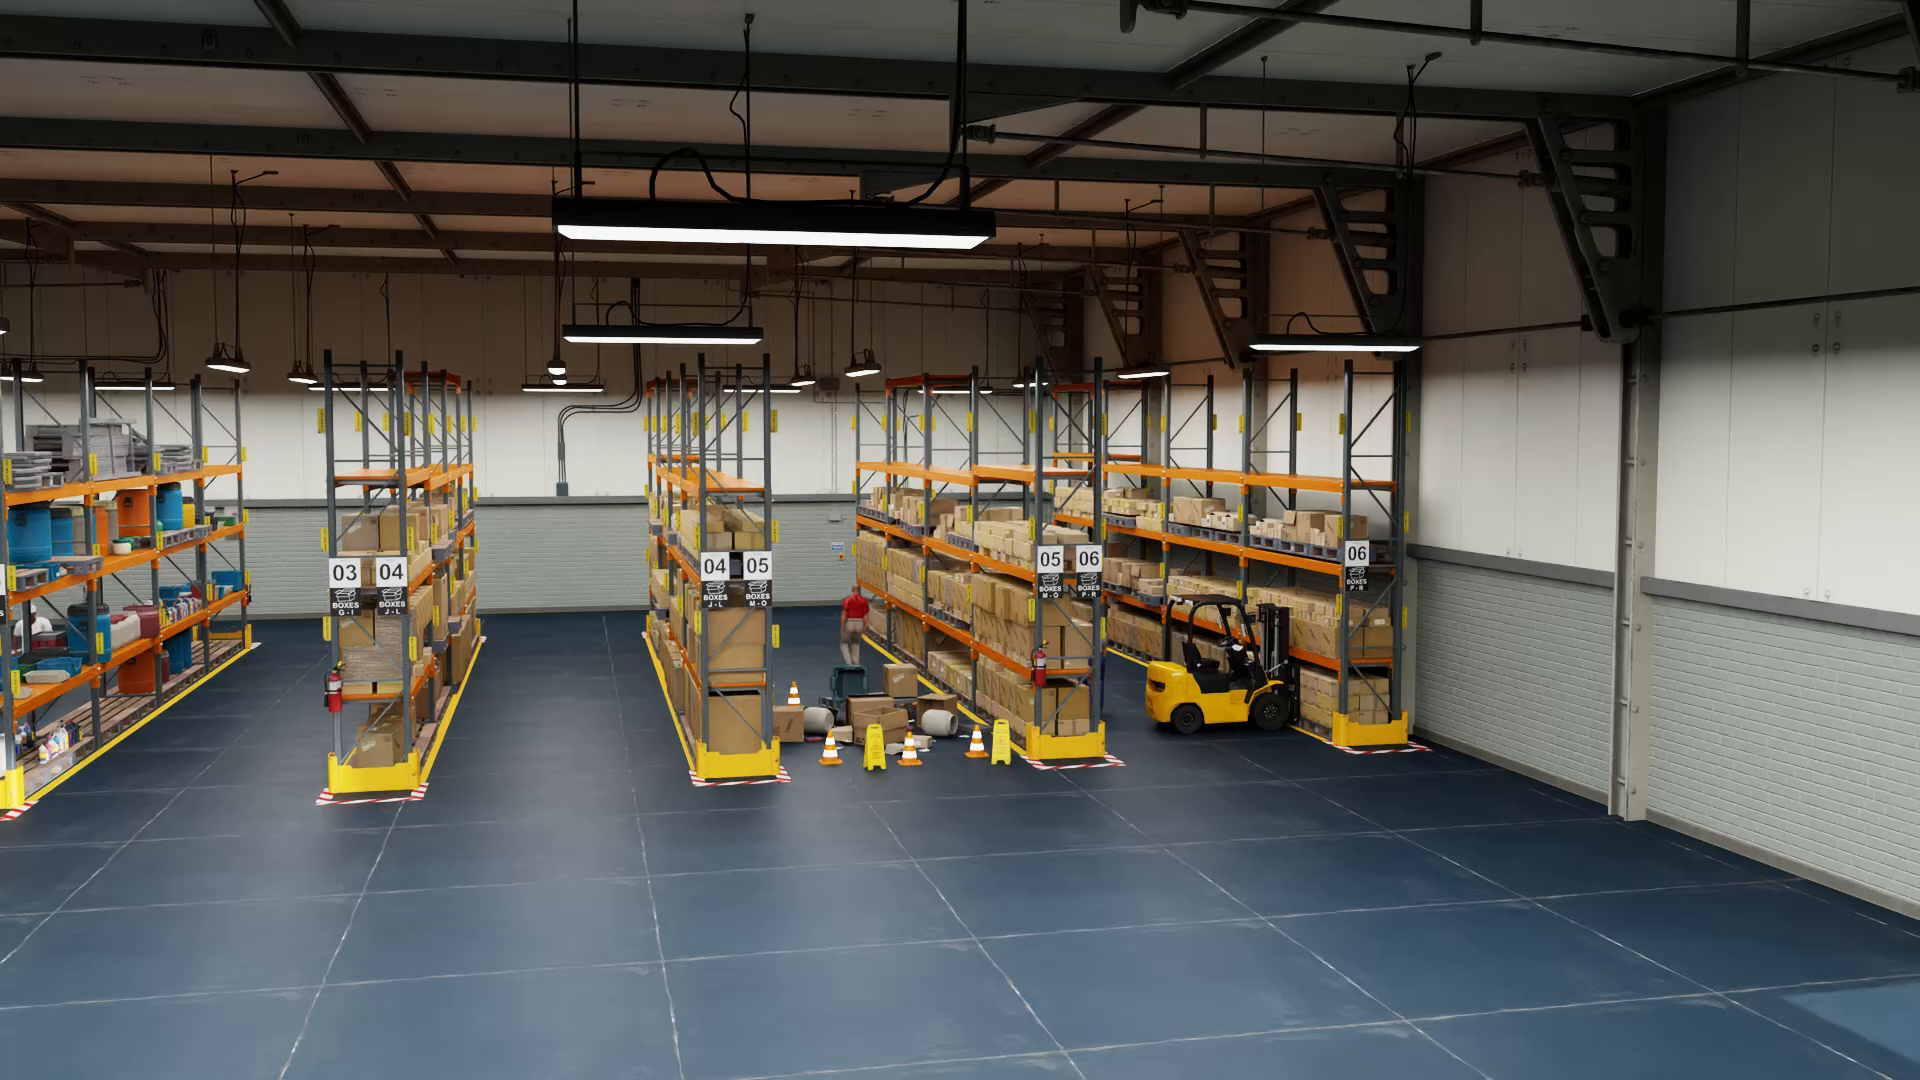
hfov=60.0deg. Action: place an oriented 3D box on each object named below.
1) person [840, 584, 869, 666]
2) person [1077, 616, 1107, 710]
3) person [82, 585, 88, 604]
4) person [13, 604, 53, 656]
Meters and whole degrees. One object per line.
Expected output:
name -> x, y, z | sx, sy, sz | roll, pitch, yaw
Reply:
person -> -2.063, 1.719, 32.300 | 0.595, 1.735, 0.463 | -1, 4, -18
person -> 2.338, 2.156, 29.198 | 0.510, 1.594, 0.724 | -1, 4, -16
person -> -19.247, 1.586, 36.887 | 0.851, 1.703, 0.515 | -3, 5, -36
person -> -16.922, 2.025, 30.390 | 0.672, 1.746, 0.619 | -1, 4, -14
